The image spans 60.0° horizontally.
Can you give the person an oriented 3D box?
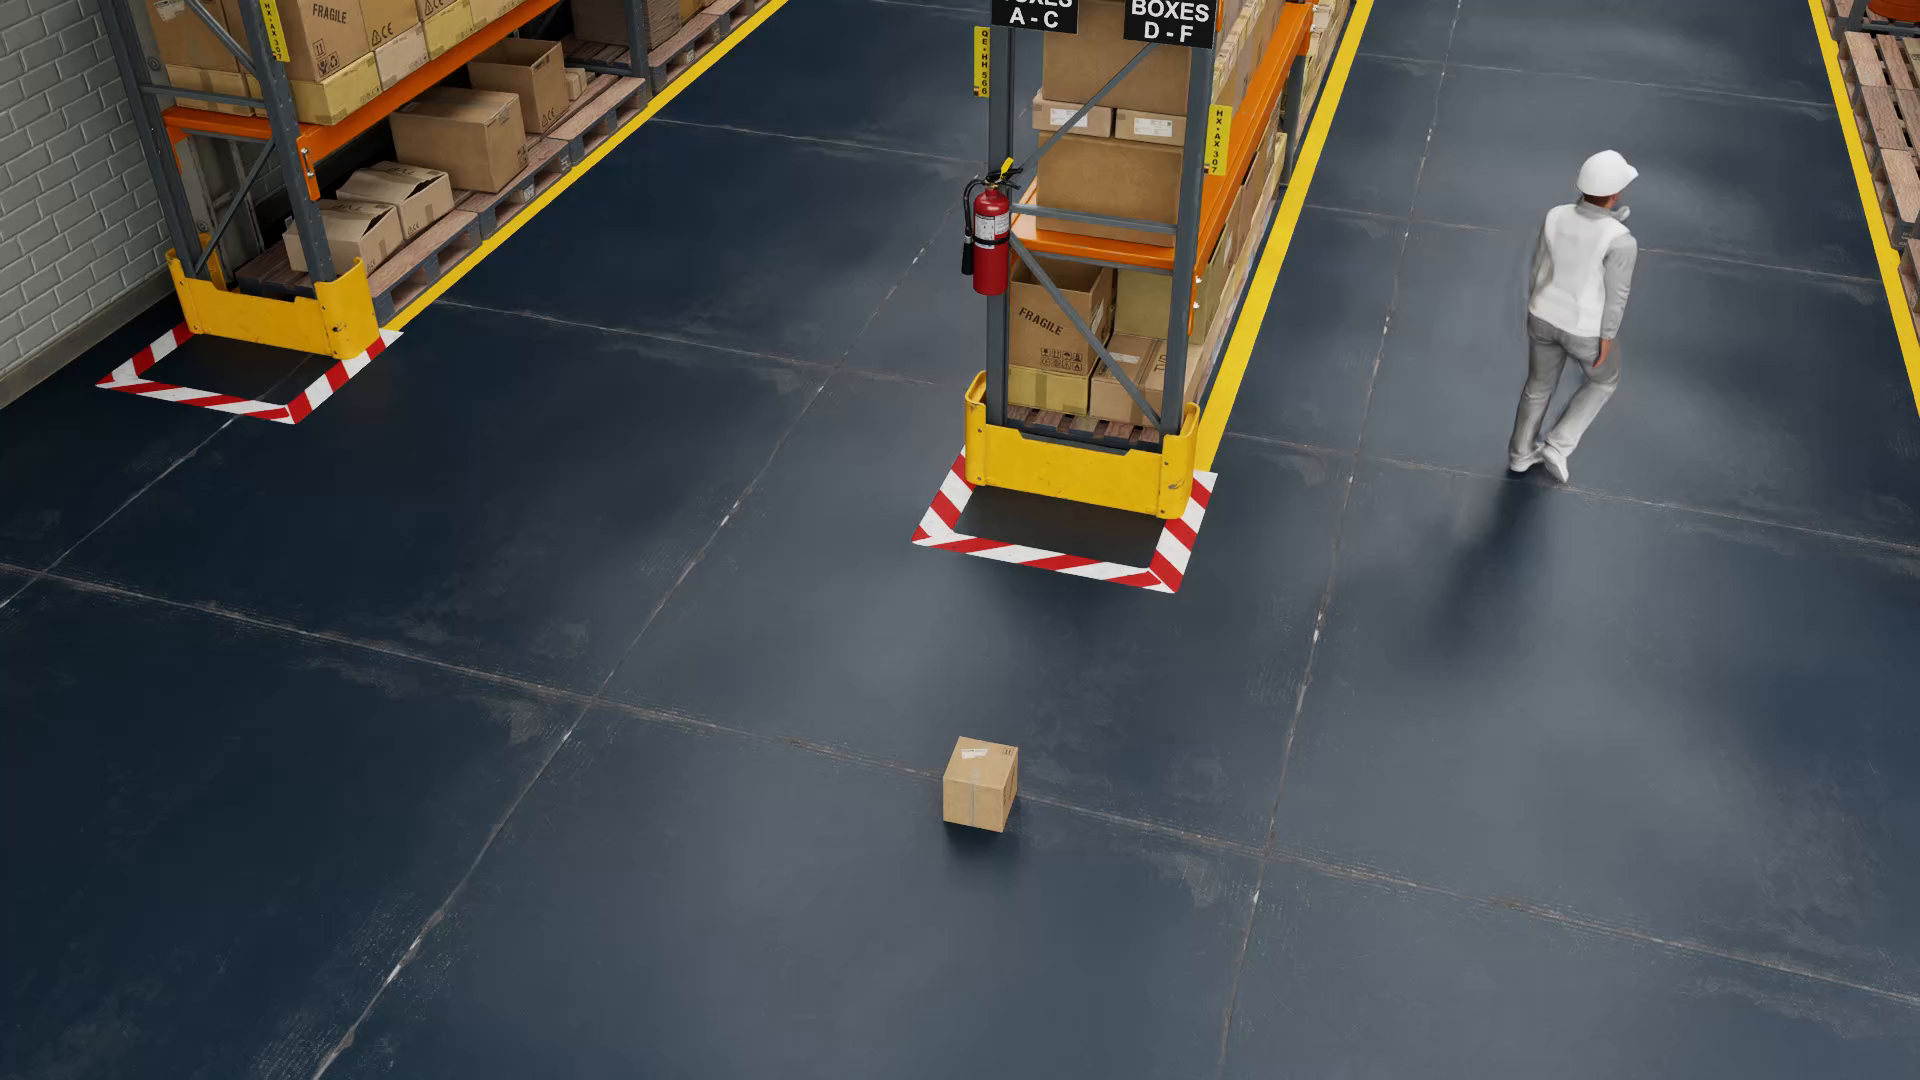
[{"bbox_3d":[3.092,-1.112,8.335,0.450,1.795,0.541,-28,45,-32],"label":"person"}]
